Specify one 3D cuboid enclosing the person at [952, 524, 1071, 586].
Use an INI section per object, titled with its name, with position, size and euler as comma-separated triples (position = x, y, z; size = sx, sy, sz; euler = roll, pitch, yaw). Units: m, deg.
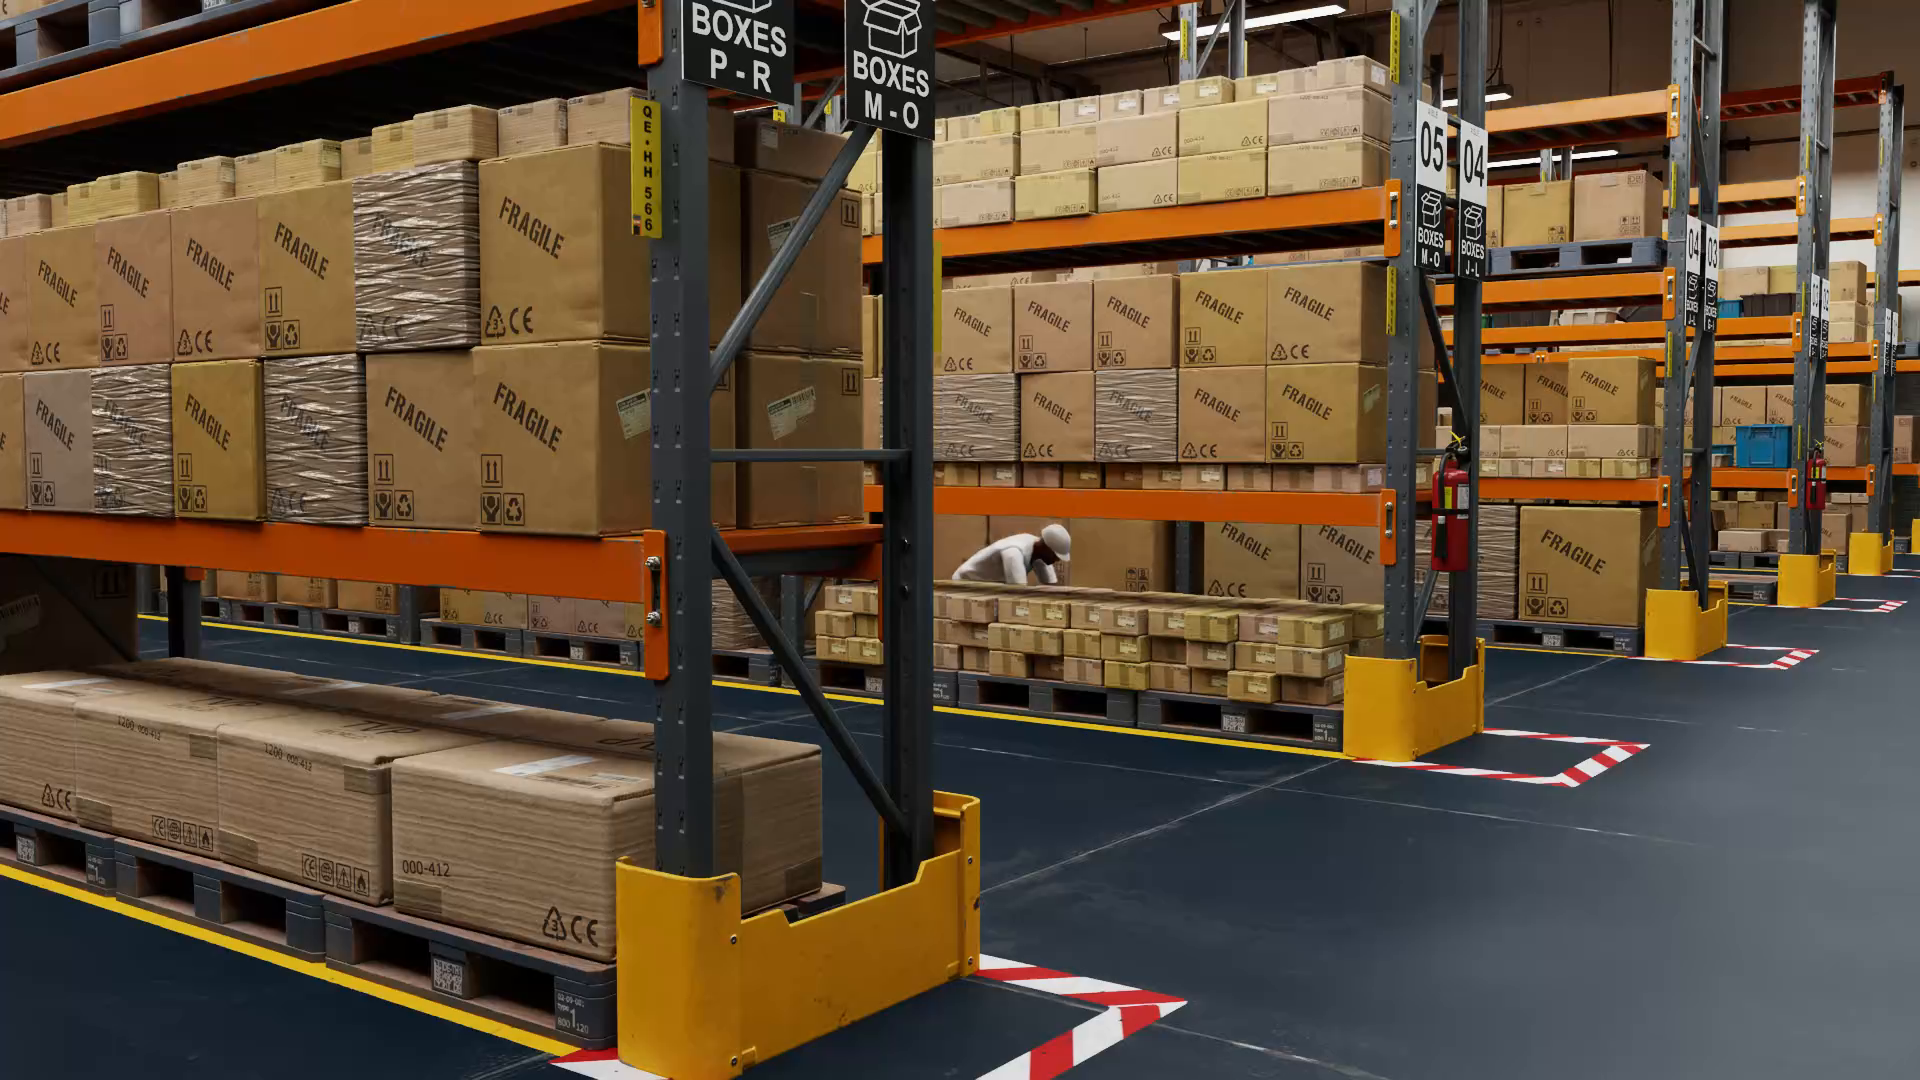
[person]
position = 0.397, 0.372, 12.001
size = 0.894, 0.994, 0.584
euler = 2, 4, 36
